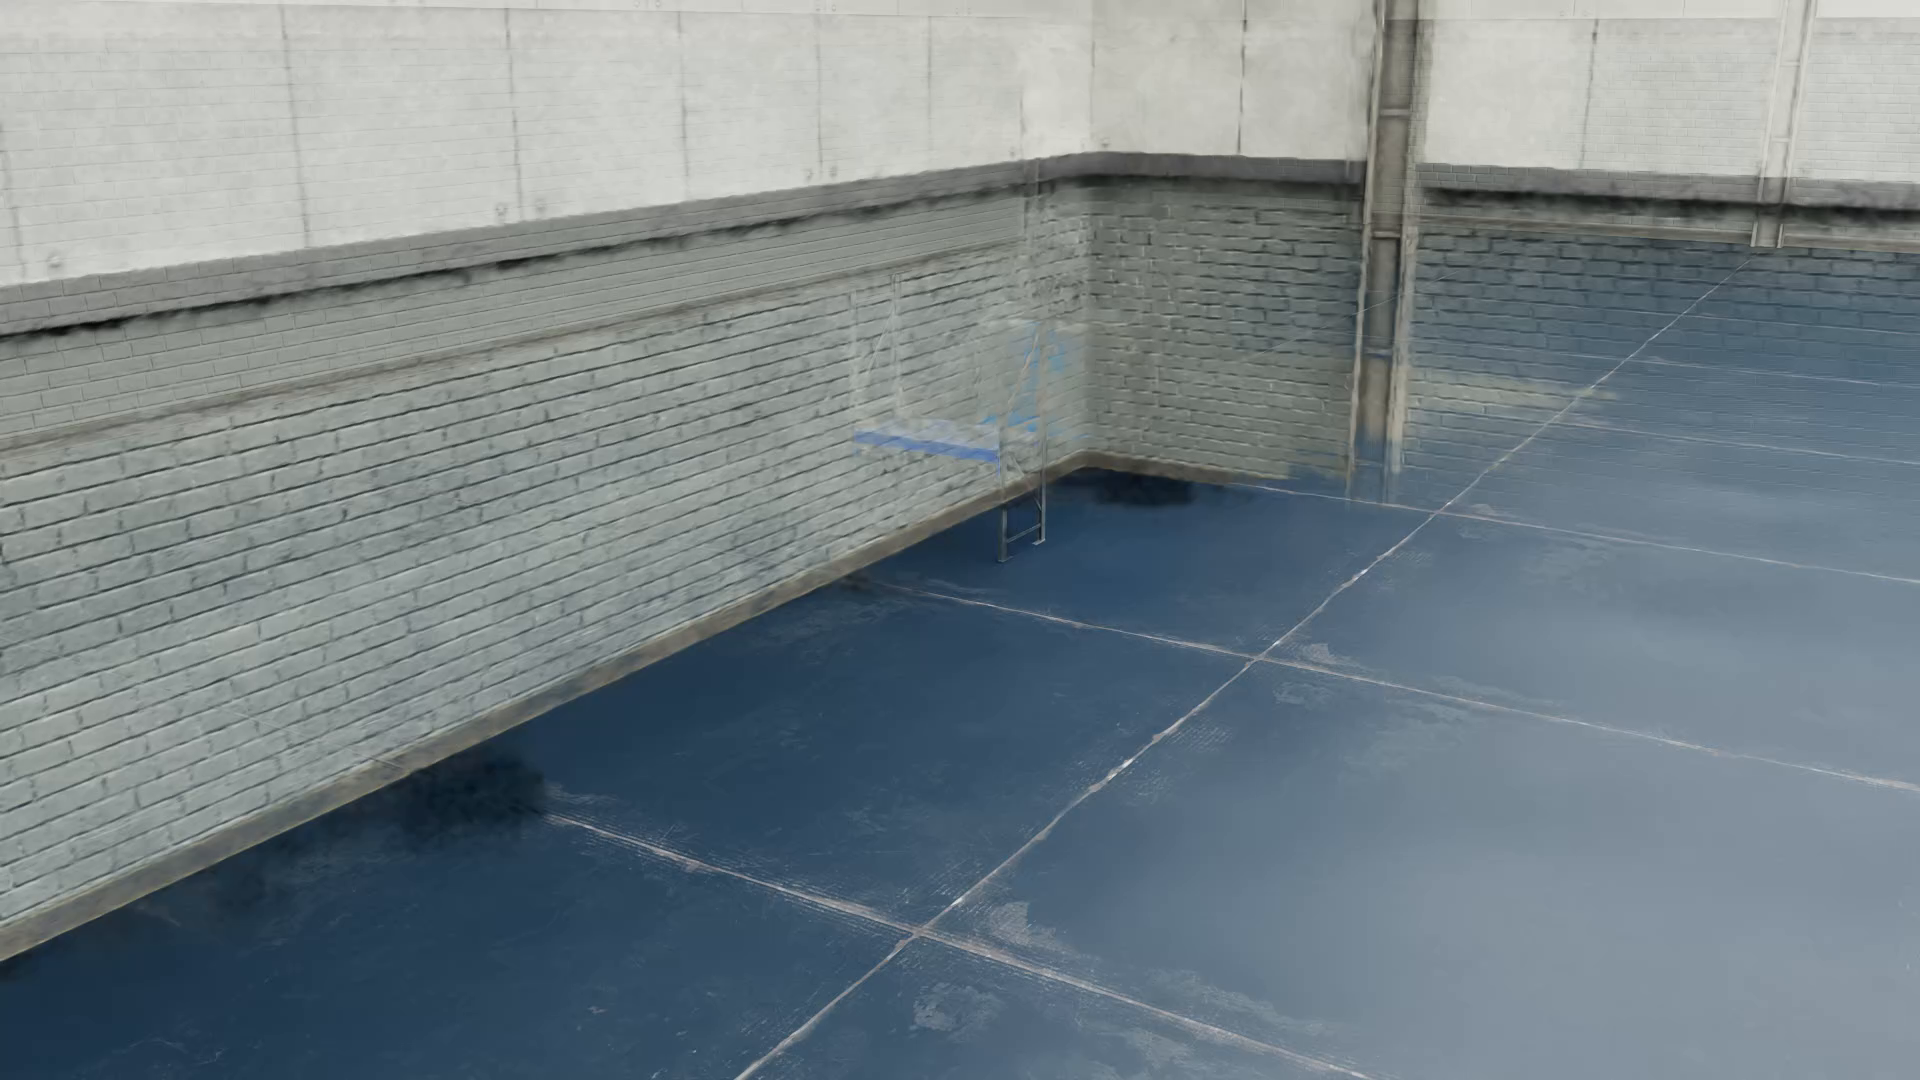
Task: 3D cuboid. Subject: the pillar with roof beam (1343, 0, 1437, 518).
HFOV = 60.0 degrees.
[{"bbox_3d":[4.106,-8.333,21.830,0.400,9.000,9.100,10,20,30],"label":"pillar with roof beam"}]
